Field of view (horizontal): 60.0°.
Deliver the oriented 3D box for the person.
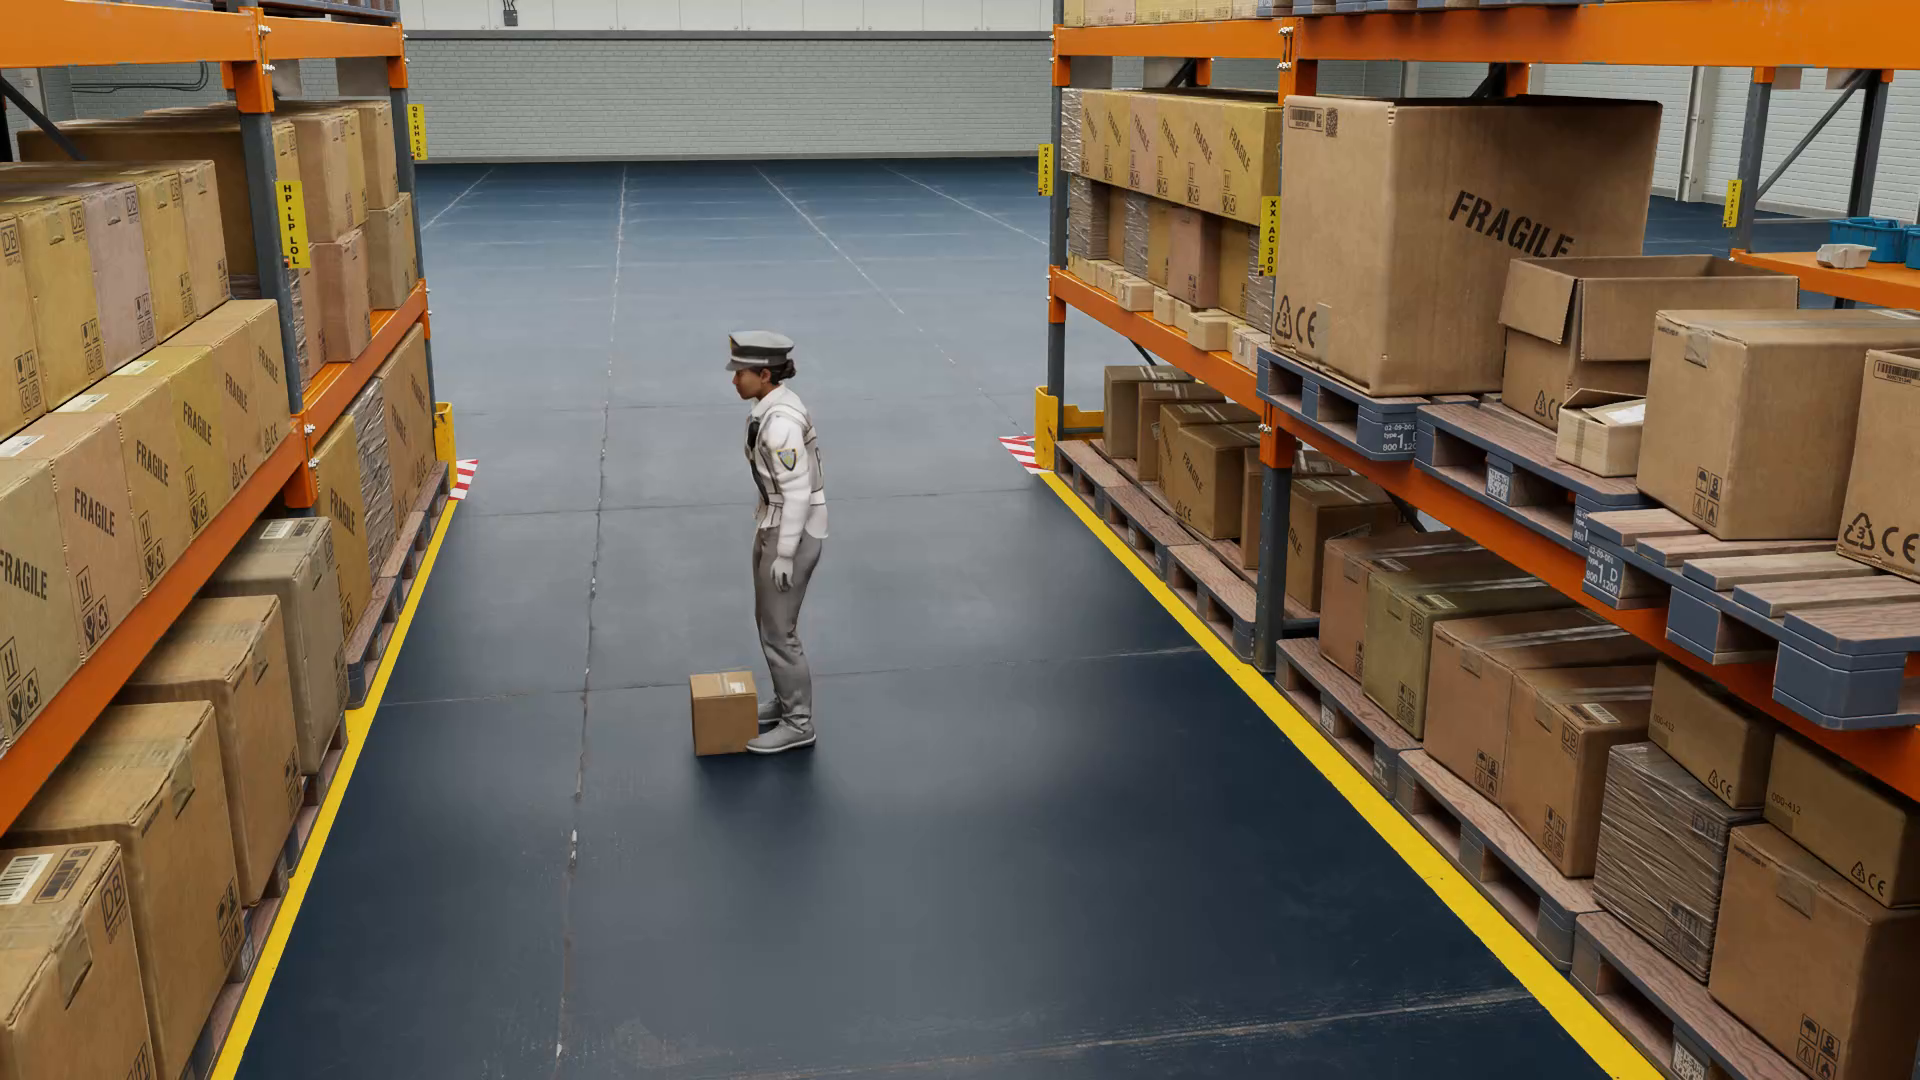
[{"bbox_3d":[-0.724,-0.026,6.512,0.344,1.599,0.508,-4,17,-13],"label":"person"}]
